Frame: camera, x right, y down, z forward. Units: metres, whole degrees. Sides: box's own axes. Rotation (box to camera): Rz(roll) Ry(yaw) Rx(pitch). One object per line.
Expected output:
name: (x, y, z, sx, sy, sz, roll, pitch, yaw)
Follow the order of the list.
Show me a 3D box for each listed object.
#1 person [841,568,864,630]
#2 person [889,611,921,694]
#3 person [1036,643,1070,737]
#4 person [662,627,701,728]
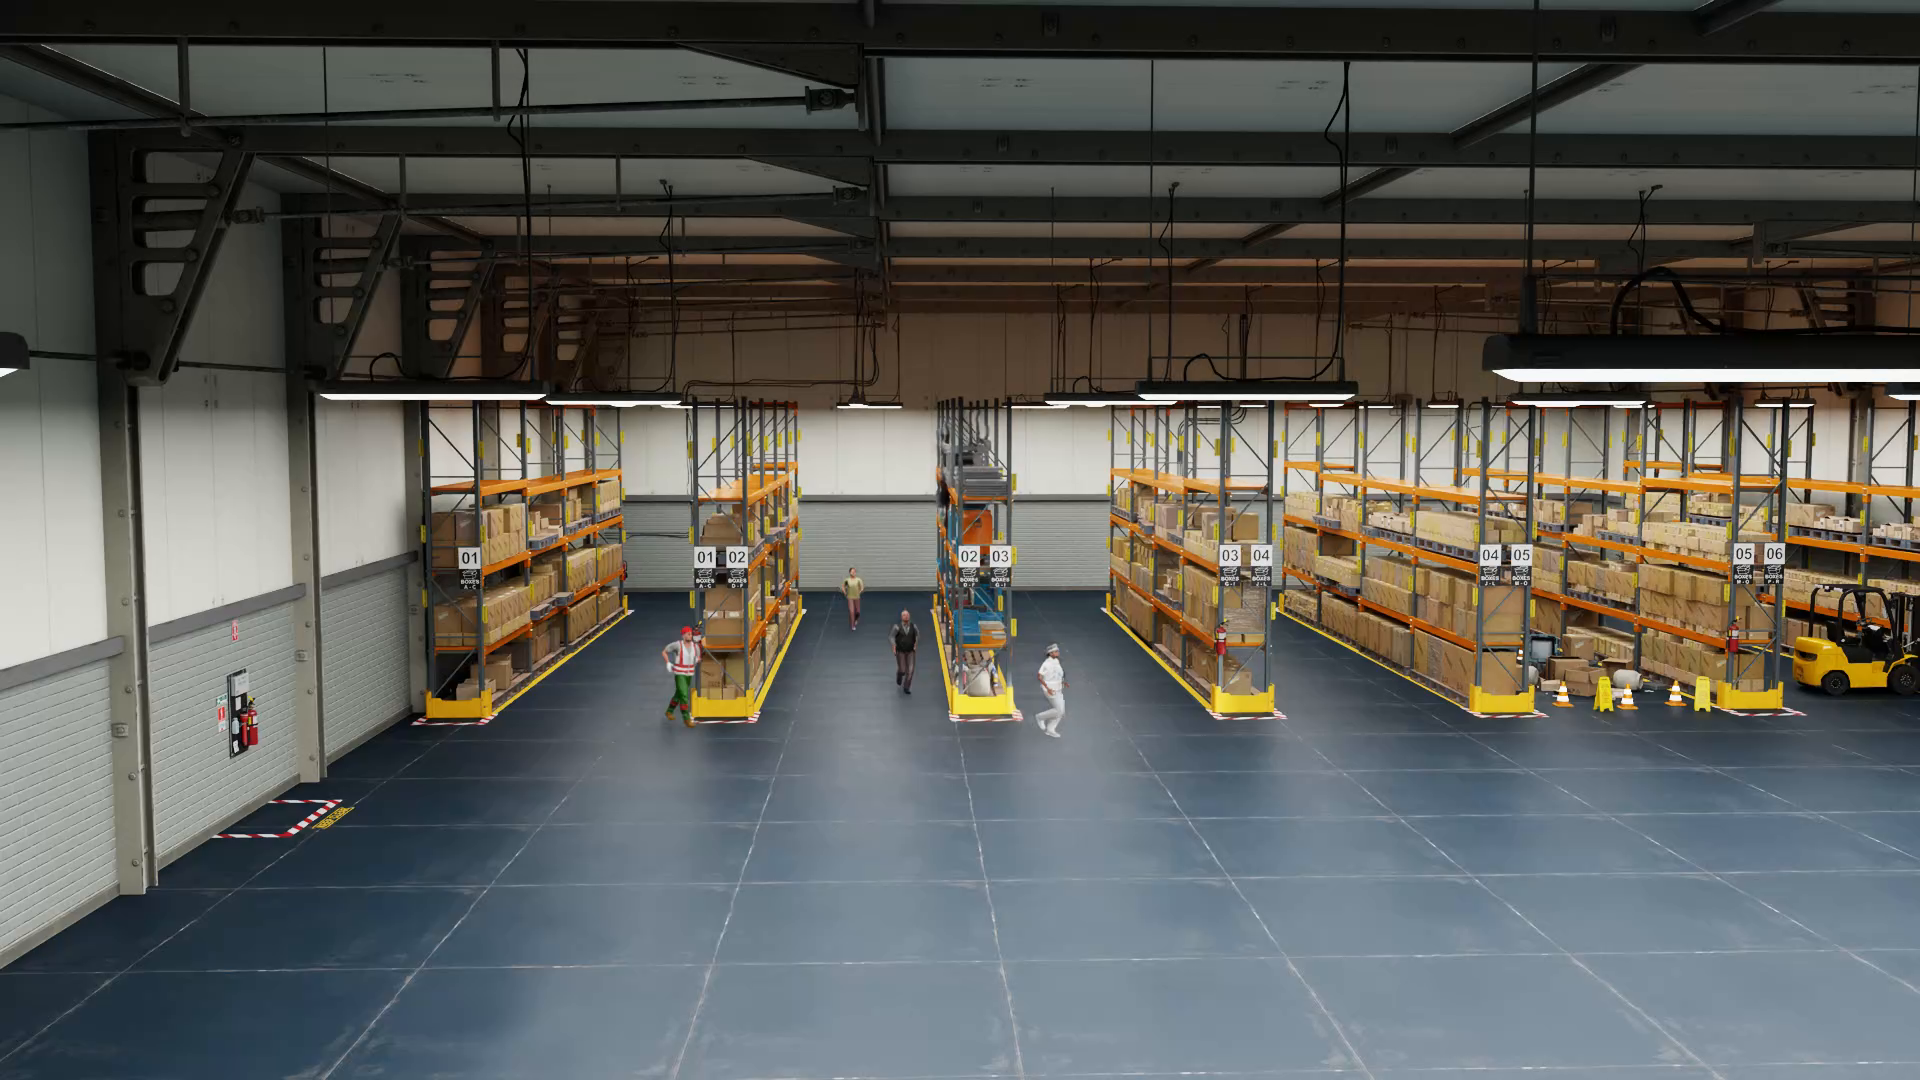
person: (-2.811, 1.537, 43.646, 0.586, 1.628, 0.698, -1, 4, -10)
person: (-1.106, 2.278, 33.847, 0.659, 1.679, 0.586, -1, 5, -12)
person: (1.643, 2.646, 29.310, 0.561, 1.657, 0.584, 2, 5, 26)
person: (-5.003, 2.450, 30.259, 1.012, 1.761, 0.667, 4, 6, 45)
